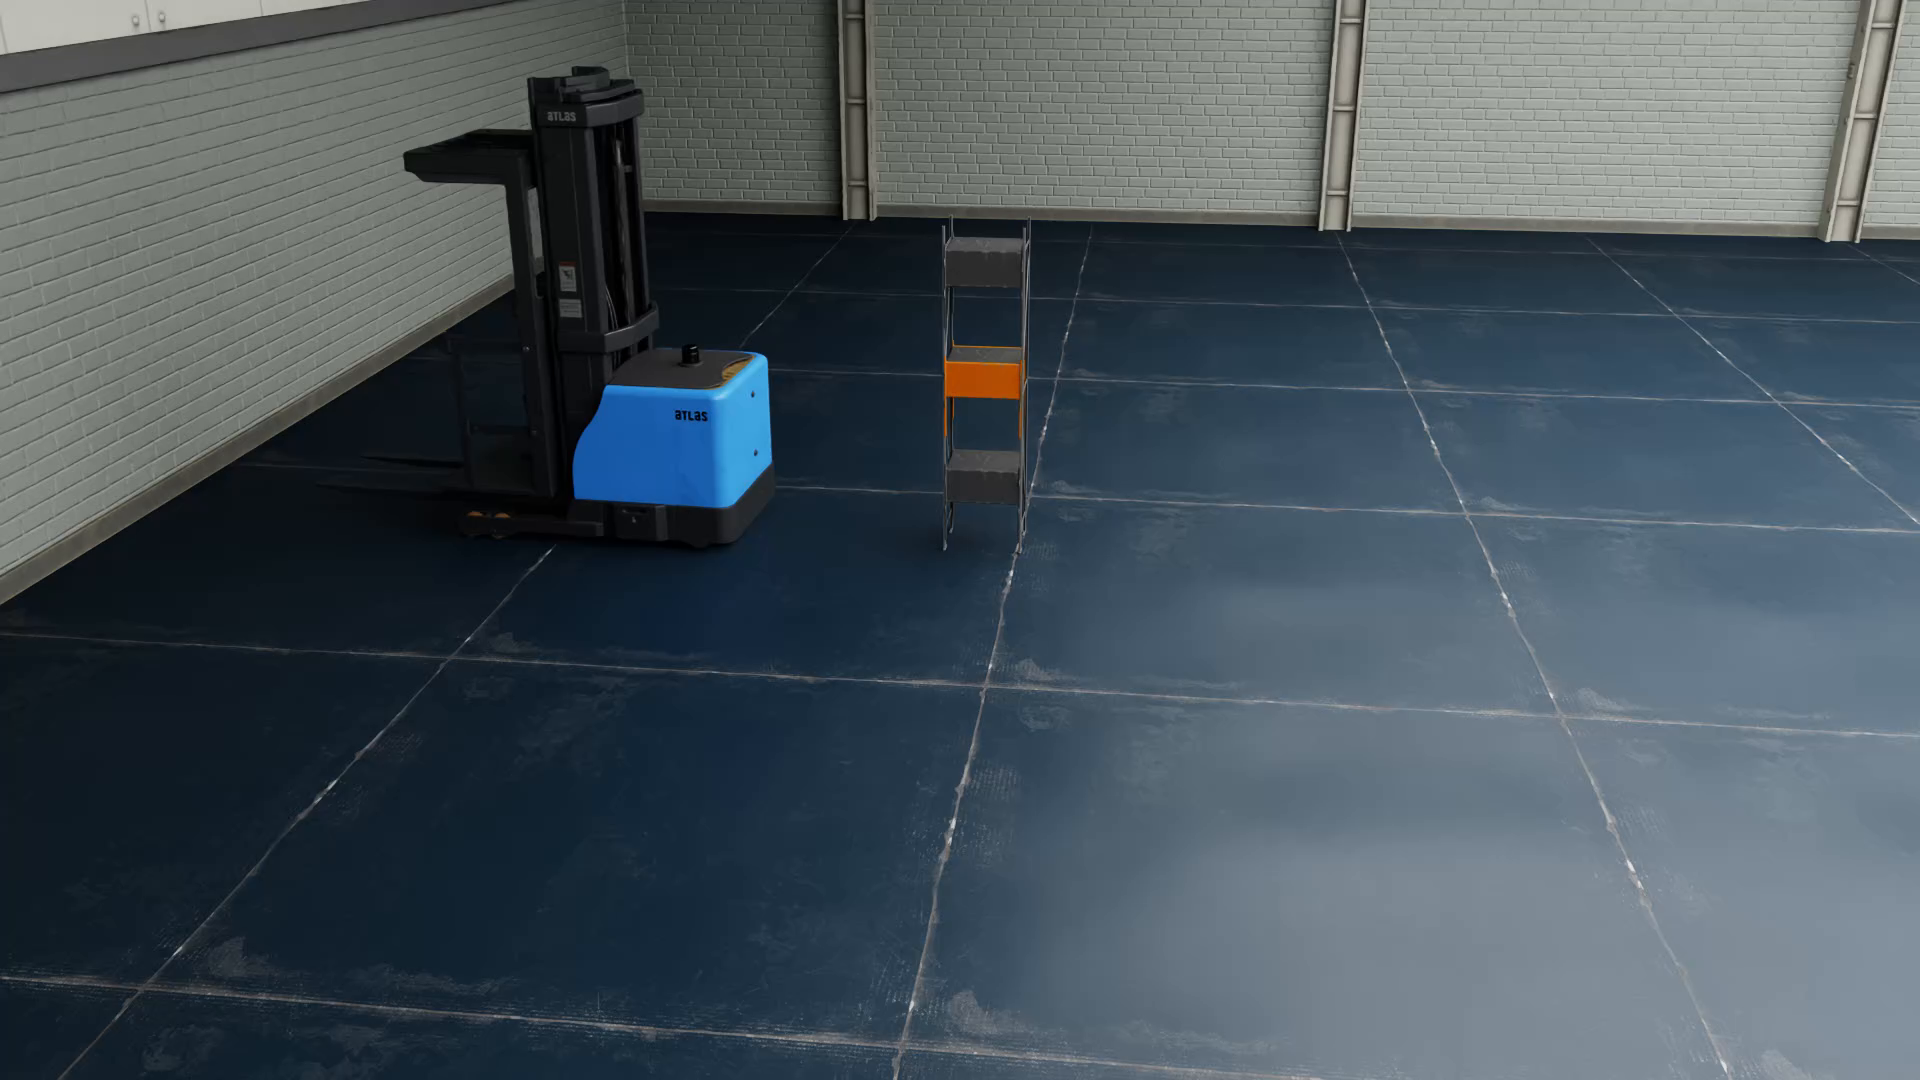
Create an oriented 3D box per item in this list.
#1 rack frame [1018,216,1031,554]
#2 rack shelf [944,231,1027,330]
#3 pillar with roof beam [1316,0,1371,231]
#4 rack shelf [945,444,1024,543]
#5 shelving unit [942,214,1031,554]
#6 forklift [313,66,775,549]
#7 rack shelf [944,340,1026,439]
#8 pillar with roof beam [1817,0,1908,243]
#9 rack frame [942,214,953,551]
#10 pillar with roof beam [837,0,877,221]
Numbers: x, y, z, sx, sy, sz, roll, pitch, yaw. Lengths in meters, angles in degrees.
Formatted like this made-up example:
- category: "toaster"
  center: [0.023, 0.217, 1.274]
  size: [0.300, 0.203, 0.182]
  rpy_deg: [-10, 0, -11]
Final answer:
- category: "rack frame"
  center: [0.407, -0.959, 10.509]
  size: [0.015, 2.100, 0.400]
  rpy_deg: [2, 22, 6]
- category: "rack shelf"
  center: [0.164, -1.608, 10.283]
  size: [0.480, 0.518, 0.431]
  rpy_deg: [2, 22, 6]
- category: "pillar with roof beam"
  center: [4.163, -6.508, 15.162]
  size: [0.400, 9.000, 9.100]
  rpy_deg: [2, 22, 6]
- category: "rack shelf"
  center: [0.164, -0.306, 10.798]
  size: [0.480, 0.518, 0.431]
  rpy_deg: [2, 22, 6]
- category: "shelving unit"
  center: [0.164, -0.969, 10.536]
  size: [0.503, 2.100, 0.431]
  rpy_deg: [2, 22, 6]
- category: "forklift"
  center: [-2.849, -1.556, 10.888]
  size: [3.031, 2.935, 1.130]
  rpy_deg: [4, 22, 10]
- category: "rack shelf"
  center: [0.164, -0.957, 10.541]
  size: [0.480, 0.518, 0.431]
  rpy_deg: [2, 22, 6]
- category: "pillar with roof beam"
  center: [10.121, -6.248, 14.505]
  size: [0.400, 9.000, 9.100]
  rpy_deg: [2, 22, 6]
- category: "rack frame"
  center: [-0.078, -0.980, 10.562]
  size: [0.015, 2.100, 0.400]
  rpy_deg: [2, 22, 6]
- category: "pillar with roof beam"
  center: [-1.796, -6.768, 15.818]
  size: [0.400, 9.000, 9.100]
  rpy_deg: [2, 22, 6]
